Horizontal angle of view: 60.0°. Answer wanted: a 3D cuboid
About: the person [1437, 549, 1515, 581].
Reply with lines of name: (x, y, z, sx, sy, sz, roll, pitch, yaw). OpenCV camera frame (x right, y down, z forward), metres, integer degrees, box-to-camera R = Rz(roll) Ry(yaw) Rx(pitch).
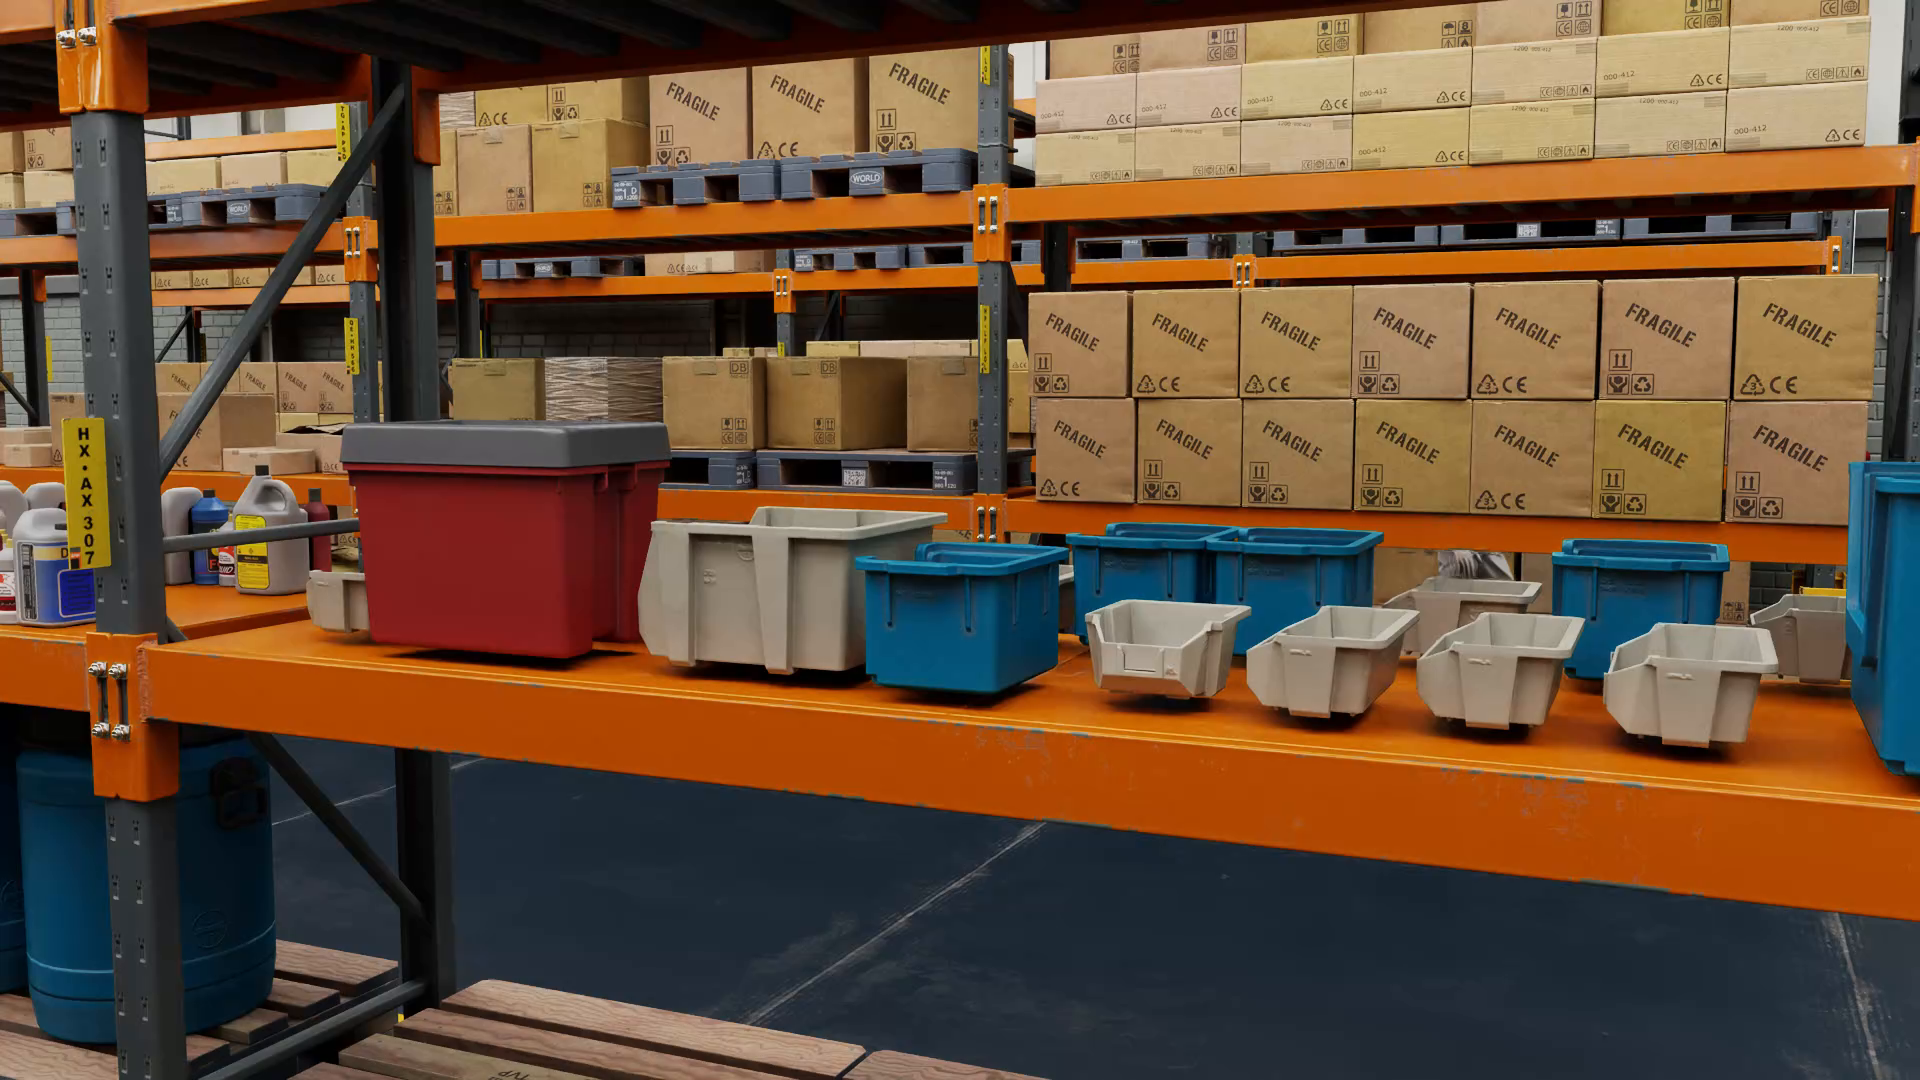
person: (2.946, 0.076, 9.567, 0.501, 1.833, 0.589, 5, 7, 40)
